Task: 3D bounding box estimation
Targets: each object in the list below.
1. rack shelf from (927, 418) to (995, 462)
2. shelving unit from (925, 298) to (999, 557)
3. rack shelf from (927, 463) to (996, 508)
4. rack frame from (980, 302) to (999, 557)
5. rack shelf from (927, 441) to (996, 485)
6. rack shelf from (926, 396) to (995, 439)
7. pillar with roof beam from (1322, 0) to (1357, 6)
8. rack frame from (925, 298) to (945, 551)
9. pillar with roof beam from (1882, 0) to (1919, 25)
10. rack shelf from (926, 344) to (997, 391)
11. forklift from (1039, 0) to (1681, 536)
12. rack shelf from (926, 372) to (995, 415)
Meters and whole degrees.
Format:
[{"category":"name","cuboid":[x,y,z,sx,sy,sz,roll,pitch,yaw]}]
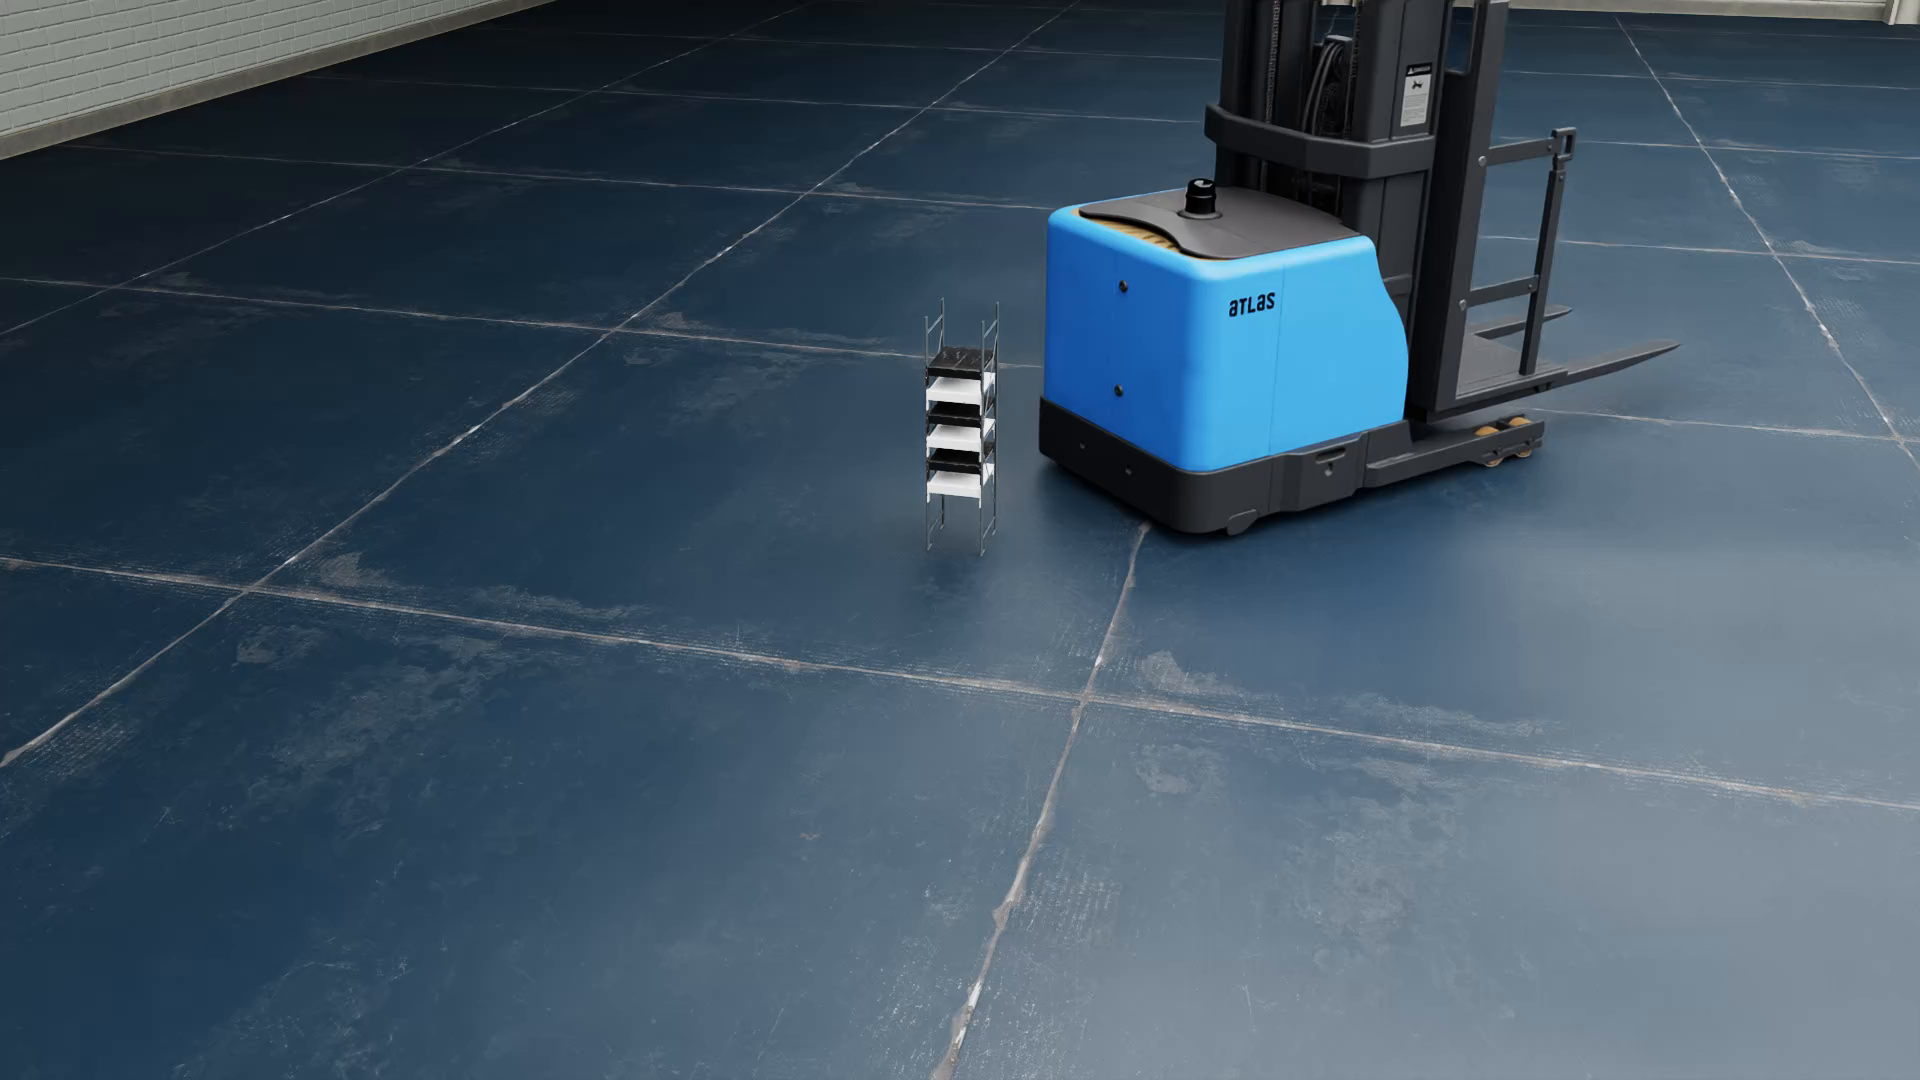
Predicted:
[{"category":"rack shelf","cuboid":[0.008,-0.375,6.069,0.200,0.077,0.258,6,26,13]},{"category":"shelving unit","cuboid":[0.008,-0.405,6.055,0.210,0.900,0.258,6,26,13]},{"category":"rack shelf","cuboid":[0.008,-0.213,6.146,0.200,0.077,0.258,6,26,13]},{"category":"rack frame","cuboid":[0.106,-0.395,6.032,0.006,0.900,0.240,6,26,13]},{"category":"rack shelf","cuboid":[0.008,-0.294,6.108,0.200,0.077,0.258,6,26,13]},{"category":"rack shelf","cuboid":[0.008,-0.457,6.030,0.200,0.077,0.258,6,26,13]},{"category":"pillar with roof beam","cuboid":[3.348,-8.510,13.656,0.400,9.000,9.100,6,26,13]},{"category":"rack frame","cuboid":[-0.091,-0.416,6.078,0.006,0.900,0.240,6,26,13]},{"category":"pillar with roof beam","cuboid":[9.159,-7.868,12.307,0.400,9.000,9.100,6,26,13]},{"category":"rack shelf","cuboid":[0.008,-0.619,5.953,0.200,0.077,0.258,6,26,13]},{"category":"forklift","cuboid":[1.847,-1.801,6.623,3.031,2.935,1.130,-15,29,-29]},{"category":"rack shelf","cuboid":[0.008,-0.538,5.992,0.200,0.077,0.258,6,26,13]}]
